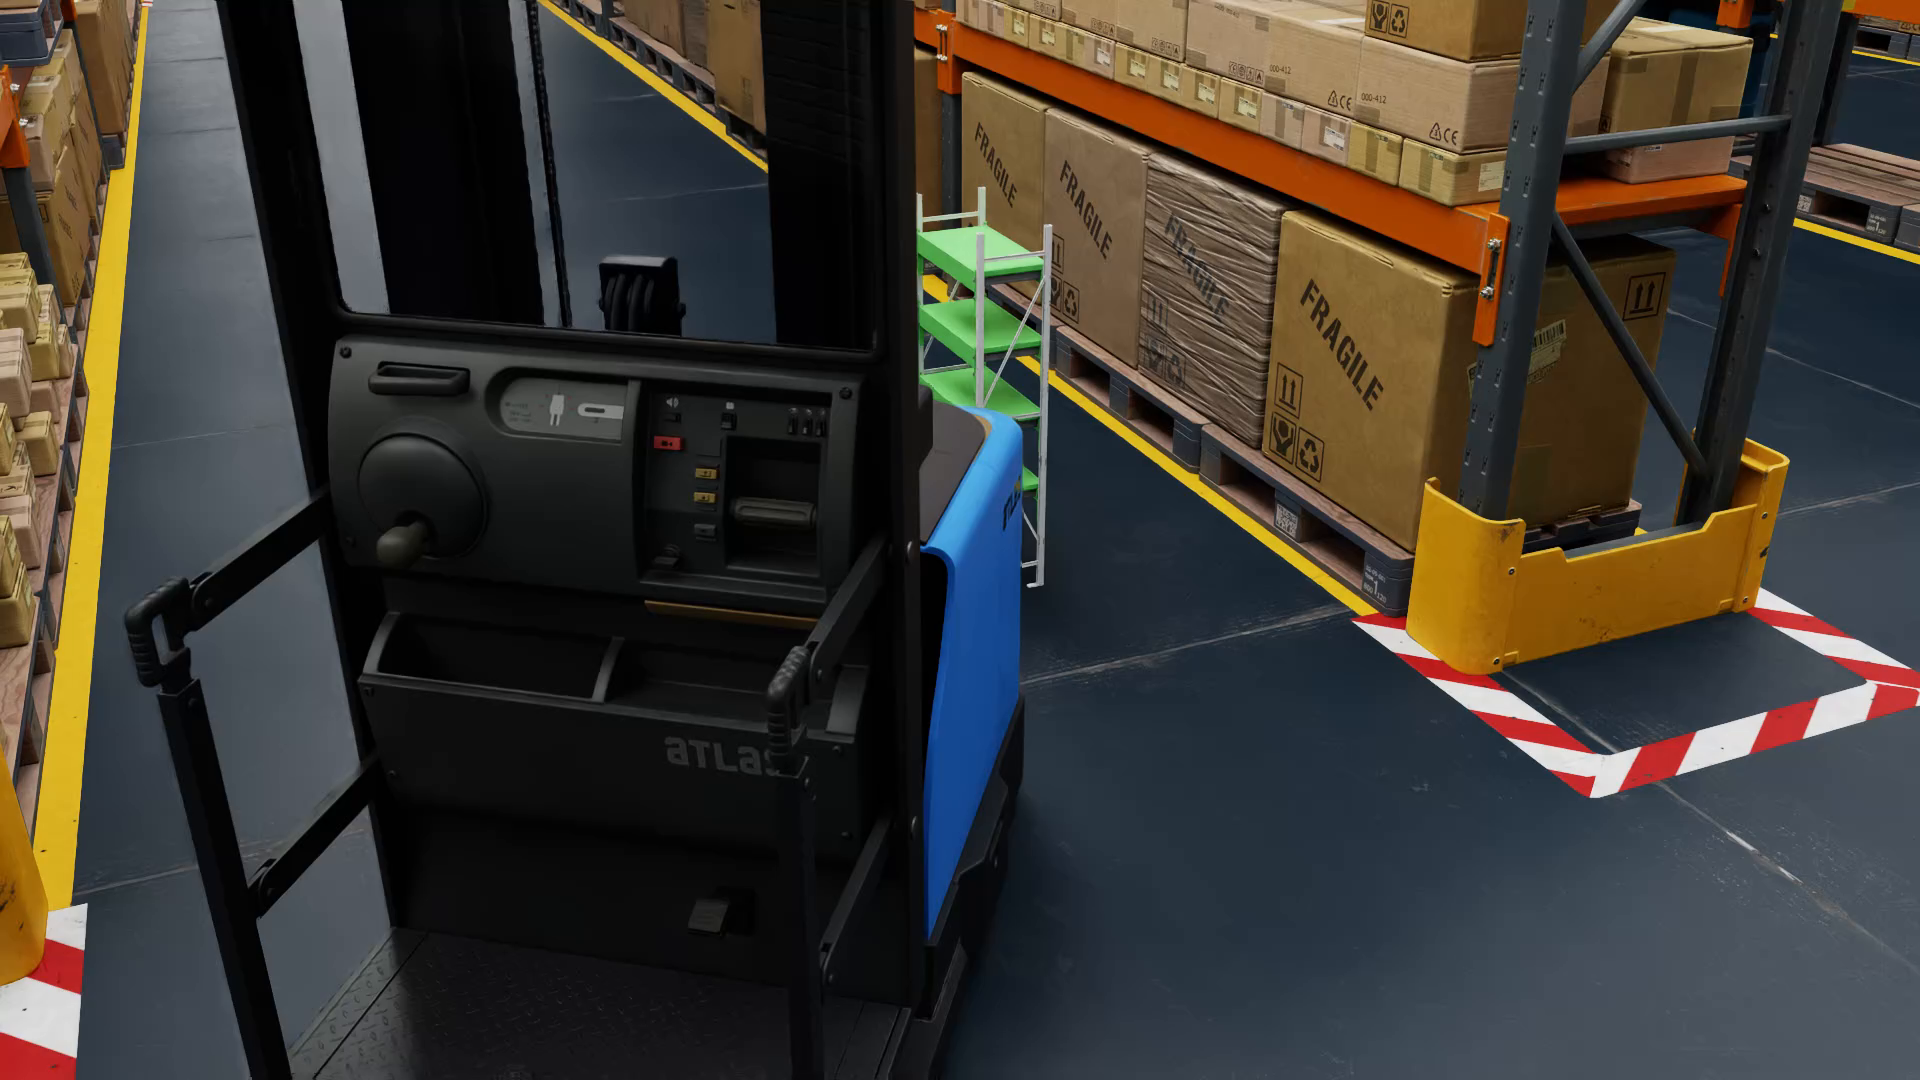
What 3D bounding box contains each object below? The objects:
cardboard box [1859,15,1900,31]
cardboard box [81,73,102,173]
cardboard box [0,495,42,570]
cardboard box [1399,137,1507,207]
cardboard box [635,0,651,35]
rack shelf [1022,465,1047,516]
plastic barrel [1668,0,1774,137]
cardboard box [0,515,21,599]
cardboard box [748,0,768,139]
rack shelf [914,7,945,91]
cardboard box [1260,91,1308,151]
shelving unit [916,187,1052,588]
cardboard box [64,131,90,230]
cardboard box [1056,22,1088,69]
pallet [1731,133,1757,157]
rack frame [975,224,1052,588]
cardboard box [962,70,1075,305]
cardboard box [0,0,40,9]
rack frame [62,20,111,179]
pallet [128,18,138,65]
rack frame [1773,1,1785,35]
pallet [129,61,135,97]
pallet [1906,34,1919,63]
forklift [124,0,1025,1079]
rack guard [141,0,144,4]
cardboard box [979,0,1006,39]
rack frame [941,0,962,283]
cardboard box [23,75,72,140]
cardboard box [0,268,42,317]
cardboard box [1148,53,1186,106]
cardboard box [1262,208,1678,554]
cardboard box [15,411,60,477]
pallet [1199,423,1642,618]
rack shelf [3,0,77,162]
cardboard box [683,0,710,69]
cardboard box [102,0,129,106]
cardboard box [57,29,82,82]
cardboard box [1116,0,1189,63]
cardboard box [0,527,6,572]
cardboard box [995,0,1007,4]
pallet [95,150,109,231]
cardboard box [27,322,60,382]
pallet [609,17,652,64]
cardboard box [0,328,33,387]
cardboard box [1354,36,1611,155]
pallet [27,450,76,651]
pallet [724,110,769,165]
[{"bbox_3d":[8.068,-4.677,14.259,0.500,0.500,0.500,-12,28,-22],"label":"cardboard box"},{"bbox_3d":[-5.279,-2.379,9.574,0.500,0.500,0.500,-11,28,-21],"label":"cardboard box"},{"bbox_3d":[-3.040,0.006,5.089,0.380,0.149,0.250,-12,28,-23],"label":"cardboard box"},{"bbox_3d":[1.517,-1.090,4.851,0.380,0.149,0.250,-10,28,-20],"label":"cardboard box"},{"bbox_3d":[-2.350,-4.588,14.075,0.700,0.500,0.500,-11,28,-21],"label":"cardboard box"},{"bbox_3d":[0.065,-0.199,5.483,0.258,0.148,0.480,-11,28,-21],"label":"rack shelf"},{"bbox_3d":[4.753,-3.050,10.491,0.600,0.901,0.708,-11,28,-21],"label":"plastic barrel"},{"bbox_3d":[-2.846,0.072,4.615,0.380,0.149,0.250,-10,28,-19],"label":"cardboard box"},{"bbox_3d":[-0.580,-2.936,10.288,1.225,0.875,0.875,-10,28,-20],"label":"cardboard box"},{"bbox_3d":[-0.390,-3.215,9.736,1.077,0.370,4.000,-11,28,-21],"label":"rack shelf"},{"bbox_3d":[1.219,-1.398,5.481,0.380,0.149,0.250,-10,28,-20],"label":"cardboard box"},{"bbox_3d":[0.065,-0.472,5.350,0.258,1.200,0.503,-11,28,-21],"label":"shelving unit"},{"bbox_3d":[-4.682,-1.751,8.288,0.500,0.500,0.500,-10,28,-20],"label":"cardboard box"},{"bbox_3d":[0.614,-2.020,6.755,0.380,0.149,0.250,-11,28,-21],"label":"cardboard box"},{"bbox_3d":[4.686,-2.647,10.932,1.003,0.211,1.213,-11,28,-21],"label":"pallet"},{"bbox_3d":[0.160,-0.374,5.148,0.240,1.200,0.015,-11,28,-21],"label":"rack frame"},{"bbox_3d":[0.578,-1.685,7.724,0.875,0.875,0.875,-11,28,-21],"label":"cardboard box"},{"bbox_3d":[-3.942,-2.233,6.713,0.380,0.149,0.250,-12,28,-23],"label":"cardboard box"},{"bbox_3d":[-5.777,-3.534,9.570,1.000,3.000,0.127,-11,28,-21],"label":"rack frame"},{"bbox_3d":[-7.569,-4.216,14.145,1.003,0.211,1.213,-11,28,-21],"label":"pallet"},{"bbox_3d":[7.943,-6.046,14.715,1.000,3.000,0.127,-11,28,-21],"label":"rack frame"},{"bbox_3d":[-6.972,-3.597,12.877,1.003,0.211,1.213,-11,28,-21],"label":"pallet"},{"bbox_3d":[8.674,-3.993,13.689,1.003,0.211,1.213,-11,28,-21],"label":"pallet"},{"bbox_3d":[-0.662,-0.080,2.572,1.130,2.935,3.031,6,27,11],"label":"forklift"},{"bbox_3d":[-8.919,-5.650,16.753,1.175,0.500,0.348,-11,28,-21],"label":"rack guard"},{"bbox_3d":[0.306,-2.335,7.401,0.380,0.149,0.250,-12,28,-22],"label":"cardboard box"},{"bbox_3d":[0.393,-2.731,7.924,1.000,3.000,0.127,-11,28,-21],"label":"rack frame"},{"bbox_3d":[-4.663,-2.087,8.121,0.500,0.250,0.500,-9,28,-19],"label":"cardboard box"},{"bbox_3d":[-3.695,-0.899,6.265,0.380,0.149,0.250,-10,28,-20],"label":"cardboard box"},{"bbox_3d":[0.919,-1.707,6.115,0.380,0.149,0.250,-10,28,-20],"label":"cardboard box"},{"bbox_3d":[1.635,-0.595,5.492,0.875,0.875,0.875,-11,28,-21],"label":"cardboard box"},{"bbox_3d":[-3.338,-0.309,5.736,0.380,0.149,0.250,-11,28,-21],"label":"cardboard box"},{"bbox_3d":[1.574,-0.172,5.862,1.003,0.211,1.213,-11,28,-21],"label":"pallet"},{"bbox_3d":[-4.994,-2.404,8.074,1.077,0.370,4.000,-11,28,-21],"label":"rack shelf"},{"bbox_3d":[-1.683,-3.909,12.685,0.700,0.500,0.500,-13,29,-25],"label":"cardboard box"},{"bbox_3d":[-6.278,-3.326,11.228,1.050,0.750,0.750,-10,28,-20],"label":"cardboard box"},{"bbox_3d":[-5.268,-2.706,9.388,0.500,0.250,0.500,-11,28,-22],"label":"cardboard box"},{"bbox_3d":[0.920,-1.952,6.161,0.500,0.250,0.500,-11,28,-21],"label":"cardboard box"},{"bbox_3d":[-2.736,0.036,4.350,0.380,0.149,0.250,-11,28,-21],"label":"cardboard box"},{"bbox_3d":[0.336,-2.562,7.411,0.500,0.250,0.500,-11,28,-22],"label":"cardboard box"},{"bbox_3d":[-5.472,-1.965,9.535,1.003,0.211,1.213,-11,28,-21],"label":"pallet"},{"bbox_3d":[-3.556,-0.676,6.147,0.380,0.149,0.250,-12,28,-22],"label":"cardboard box"},{"bbox_3d":[-2.434,-4.393,14.508,1.003,0.211,1.213,-11,28,-21],"label":"pallet"},{"bbox_3d":[-3.370,-0.588,5.629,0.380,0.149,0.250,-12,28,-23],"label":"cardboard box"},{"bbox_3d":[1.525,-1.332,4.892,0.500,0.250,0.500,-11,28,-21],"label":"cardboard box"},{"bbox_3d":[-3.433,0.092,5.321,1.003,0.211,1.213,-11,28,-21],"label":"pallet"},{"bbox_3d":[-0.934,-2.761,11.165,1.003,0.211,1.213,-11,28,-21],"label":"pallet"}]
